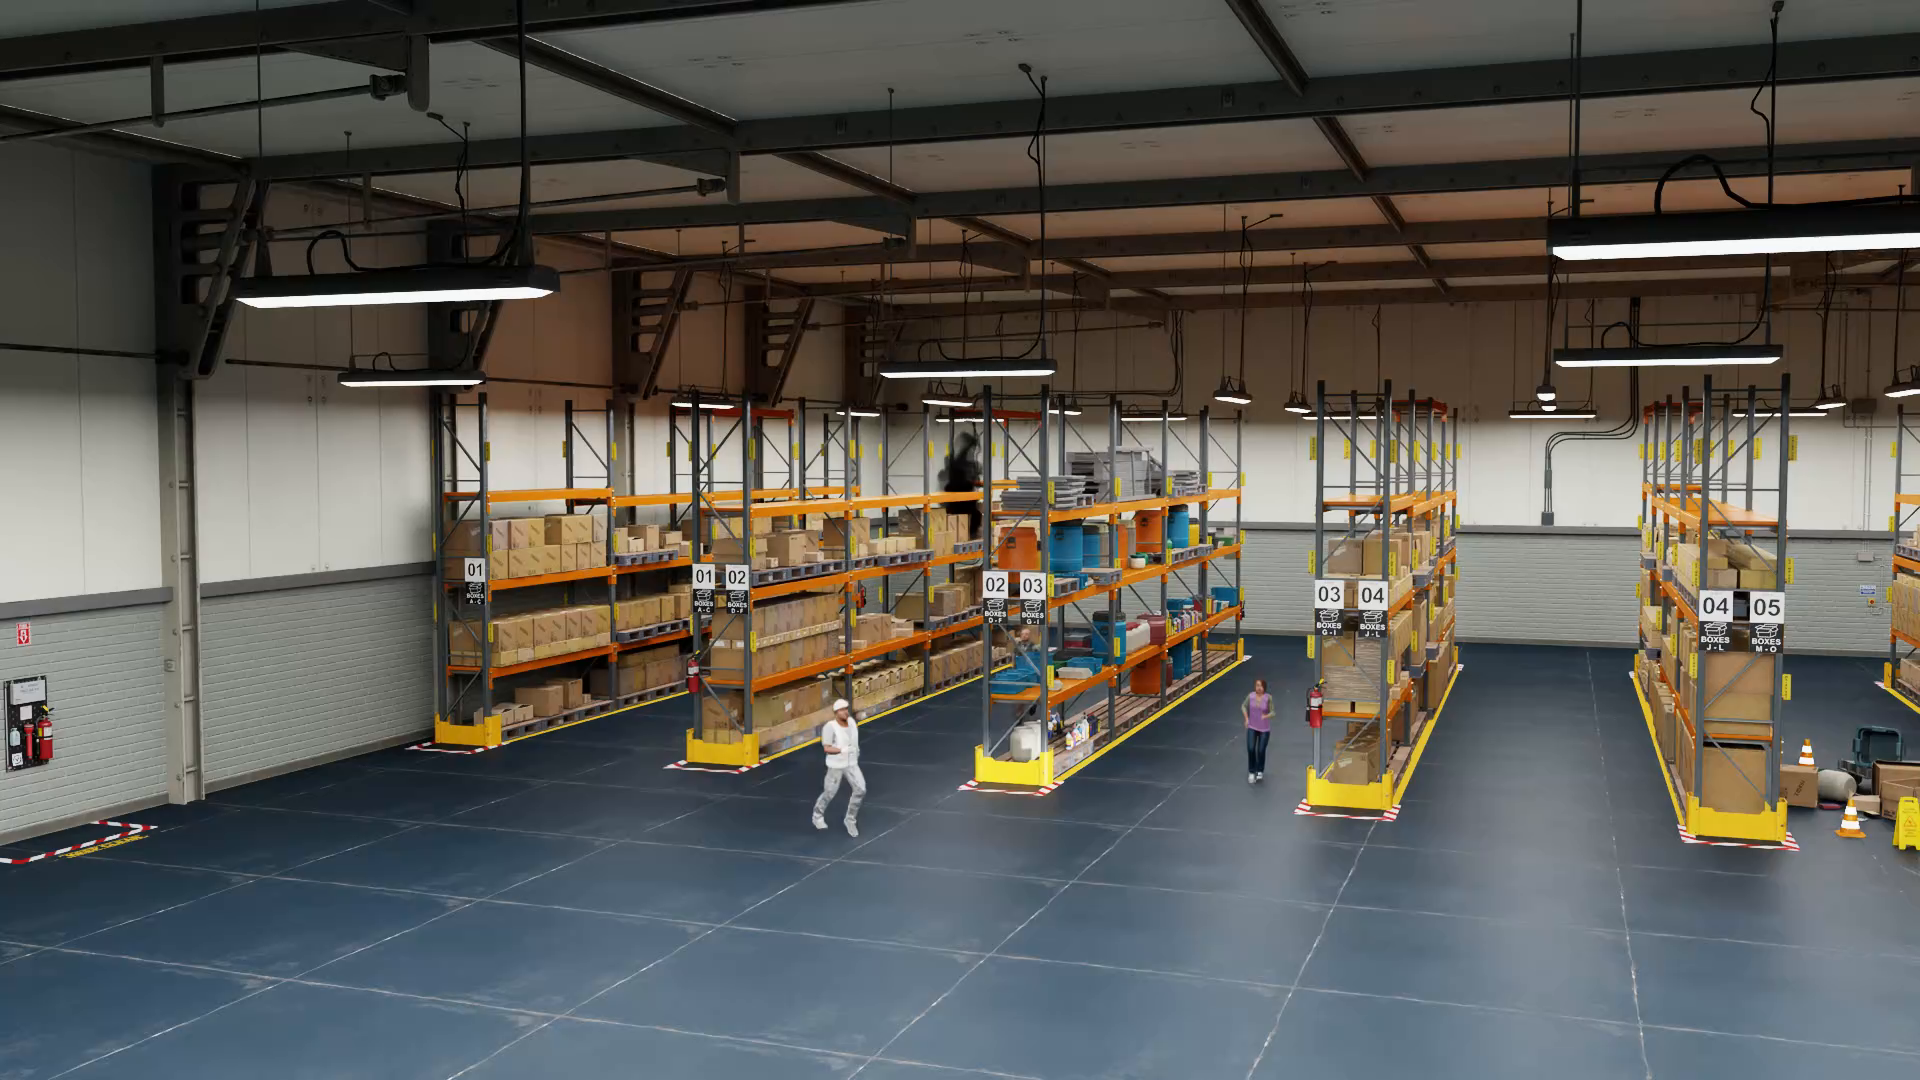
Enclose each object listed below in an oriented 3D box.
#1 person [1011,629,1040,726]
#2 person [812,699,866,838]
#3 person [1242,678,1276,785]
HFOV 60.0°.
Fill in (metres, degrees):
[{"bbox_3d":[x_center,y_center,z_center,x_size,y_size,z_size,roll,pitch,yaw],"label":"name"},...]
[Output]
[{"bbox_3d":[1.211,2.509,30.667,0.661,1.720,0.956,1,3,17],"label":"person"},{"bbox_3d":[-1.530,2.959,21.645,0.694,1.806,0.881,-2,4,-39],"label":"person"},{"bbox_3d":[4.483,2.924,25.011,0.513,1.514,0.682,1,3,13],"label":"person"}]
